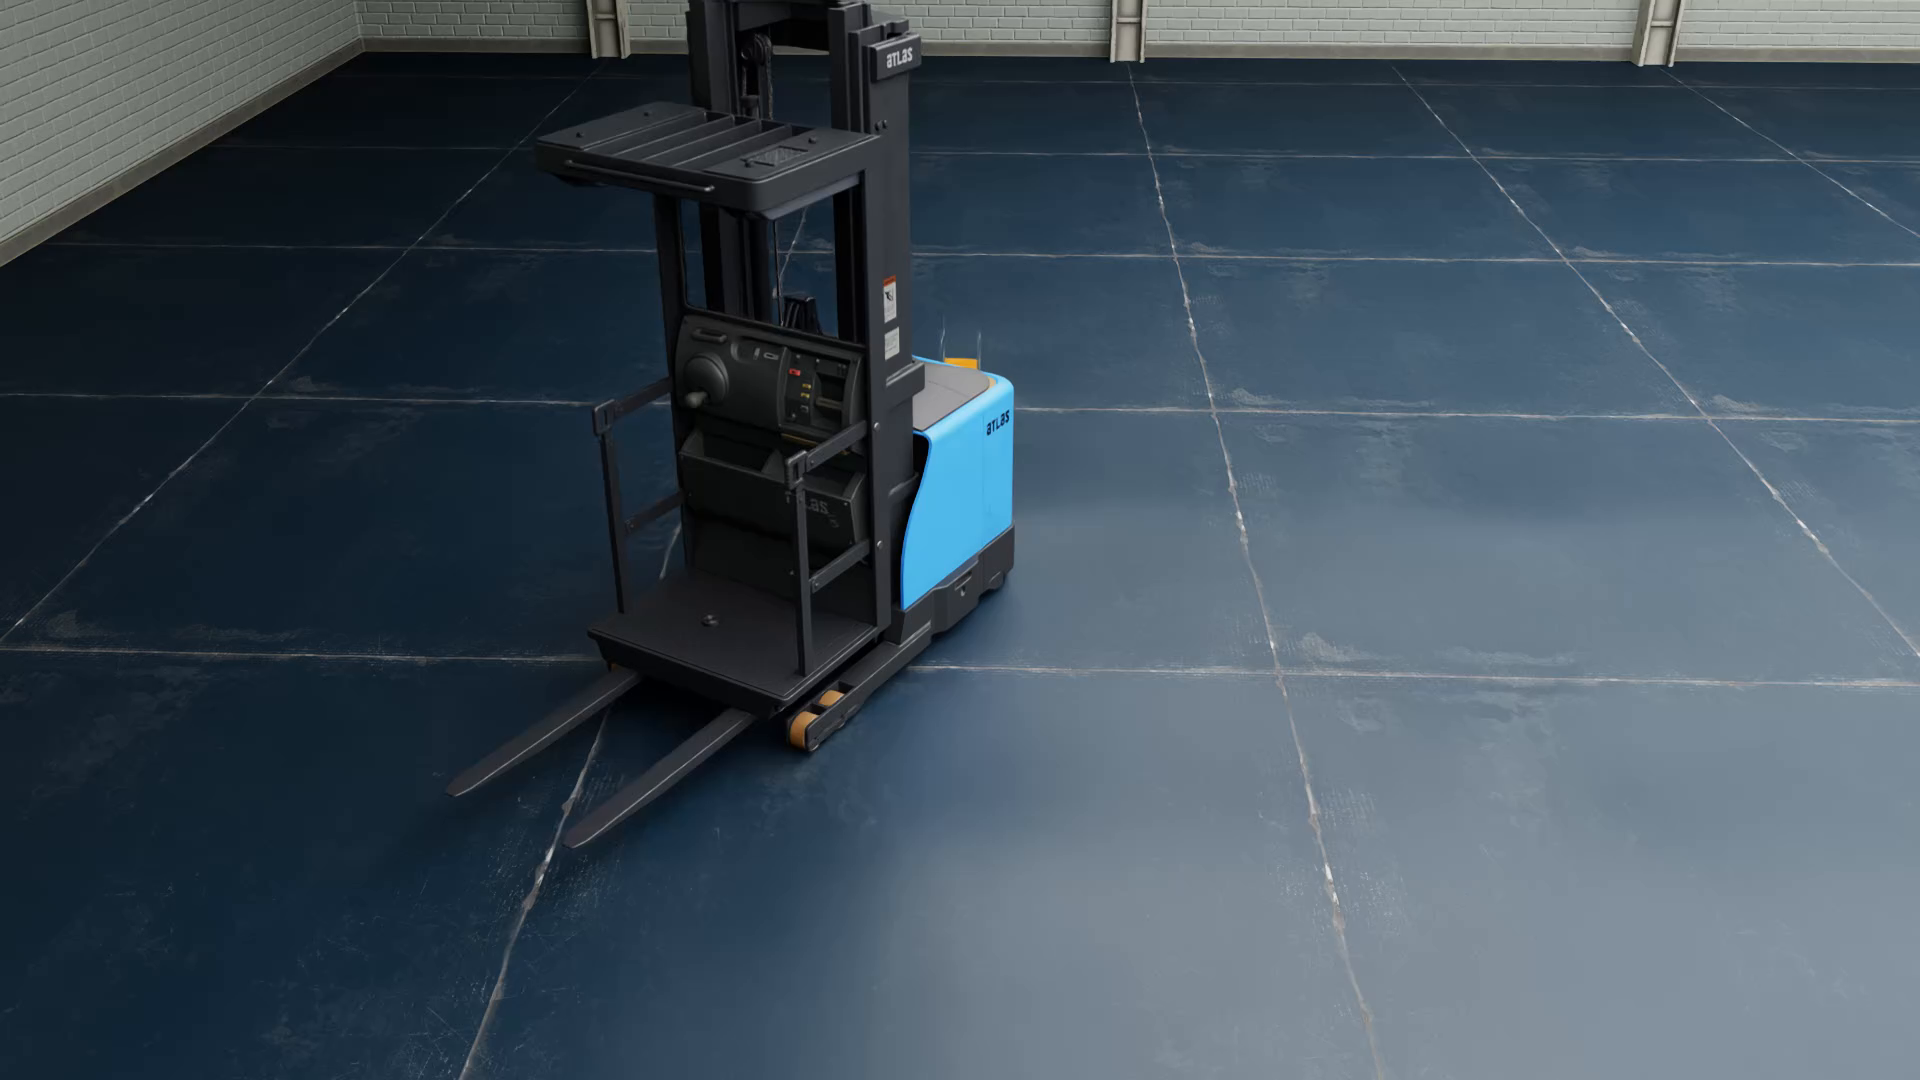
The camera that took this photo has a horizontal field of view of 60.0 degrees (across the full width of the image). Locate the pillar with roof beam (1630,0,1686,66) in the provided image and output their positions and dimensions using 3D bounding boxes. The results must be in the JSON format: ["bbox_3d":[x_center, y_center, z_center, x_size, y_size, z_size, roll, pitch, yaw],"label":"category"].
[{"bbox_3d":[7.769,-7.423,13.145,0.400,9.000,9.100,1,28,2],"label":"pillar with roof beam"}]

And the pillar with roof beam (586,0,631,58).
[{"bbox_3d":[-4.223,-7.621,13.519,0.400,9.000,9.100,1,28,2],"label":"pillar with roof beam"}]

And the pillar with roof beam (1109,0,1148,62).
[{"bbox_3d":[1.773,-7.522,13.332,0.400,9.000,9.100,1,28,2],"label":"pillar with roof beam"}]

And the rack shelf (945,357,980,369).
[{"bbox_3d":[0.004,-0.825,8.349,0.180,0.103,0.258,2,28,4],"label":"rack shelf"}]

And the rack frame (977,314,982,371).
[{"bbox_3d":[0.094,-0.542,8.489,0.006,1.200,0.240,2,28,4],"label":"rack frame"}]

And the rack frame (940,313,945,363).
[{"bbox_3d":[-0.088,-0.549,8.502,0.006,1.200,0.240,2,28,4],"label":"rack frame"}]

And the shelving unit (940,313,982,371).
[{"bbox_3d":[0.003,-0.545,8.495,0.189,1.200,0.258,2,28,4],"label":"shelving unit"}]

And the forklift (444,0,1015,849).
[{"bbox_3d":[-0.925,-0.647,6.841,1.130,2.935,3.031,16,32,27],"label":"forklift"}]
